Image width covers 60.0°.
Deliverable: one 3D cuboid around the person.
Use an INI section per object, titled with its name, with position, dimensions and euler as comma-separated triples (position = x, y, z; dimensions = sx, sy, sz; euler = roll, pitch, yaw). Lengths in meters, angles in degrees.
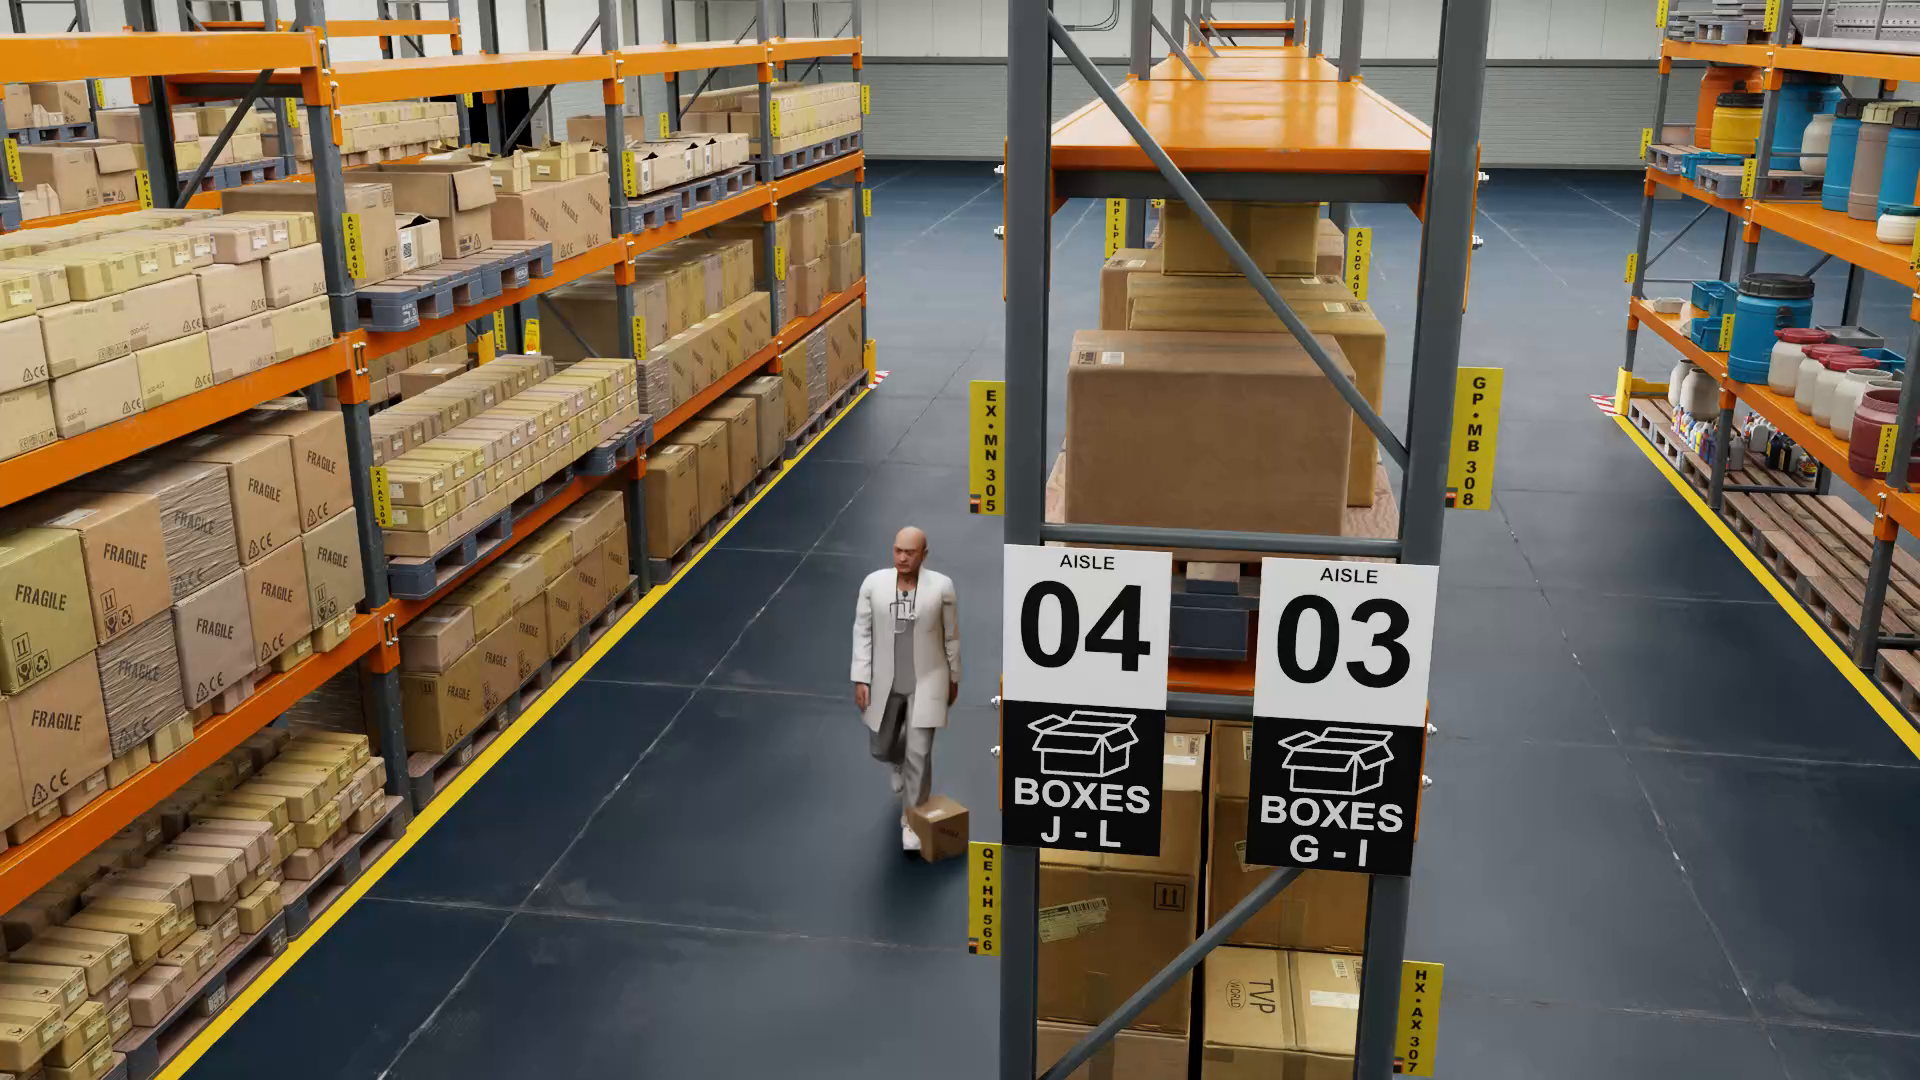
[person]
position = -0.286, 0.752, 9.162
dimensions = 0.605, 1.749, 0.872
euler = 2, 18, 7
